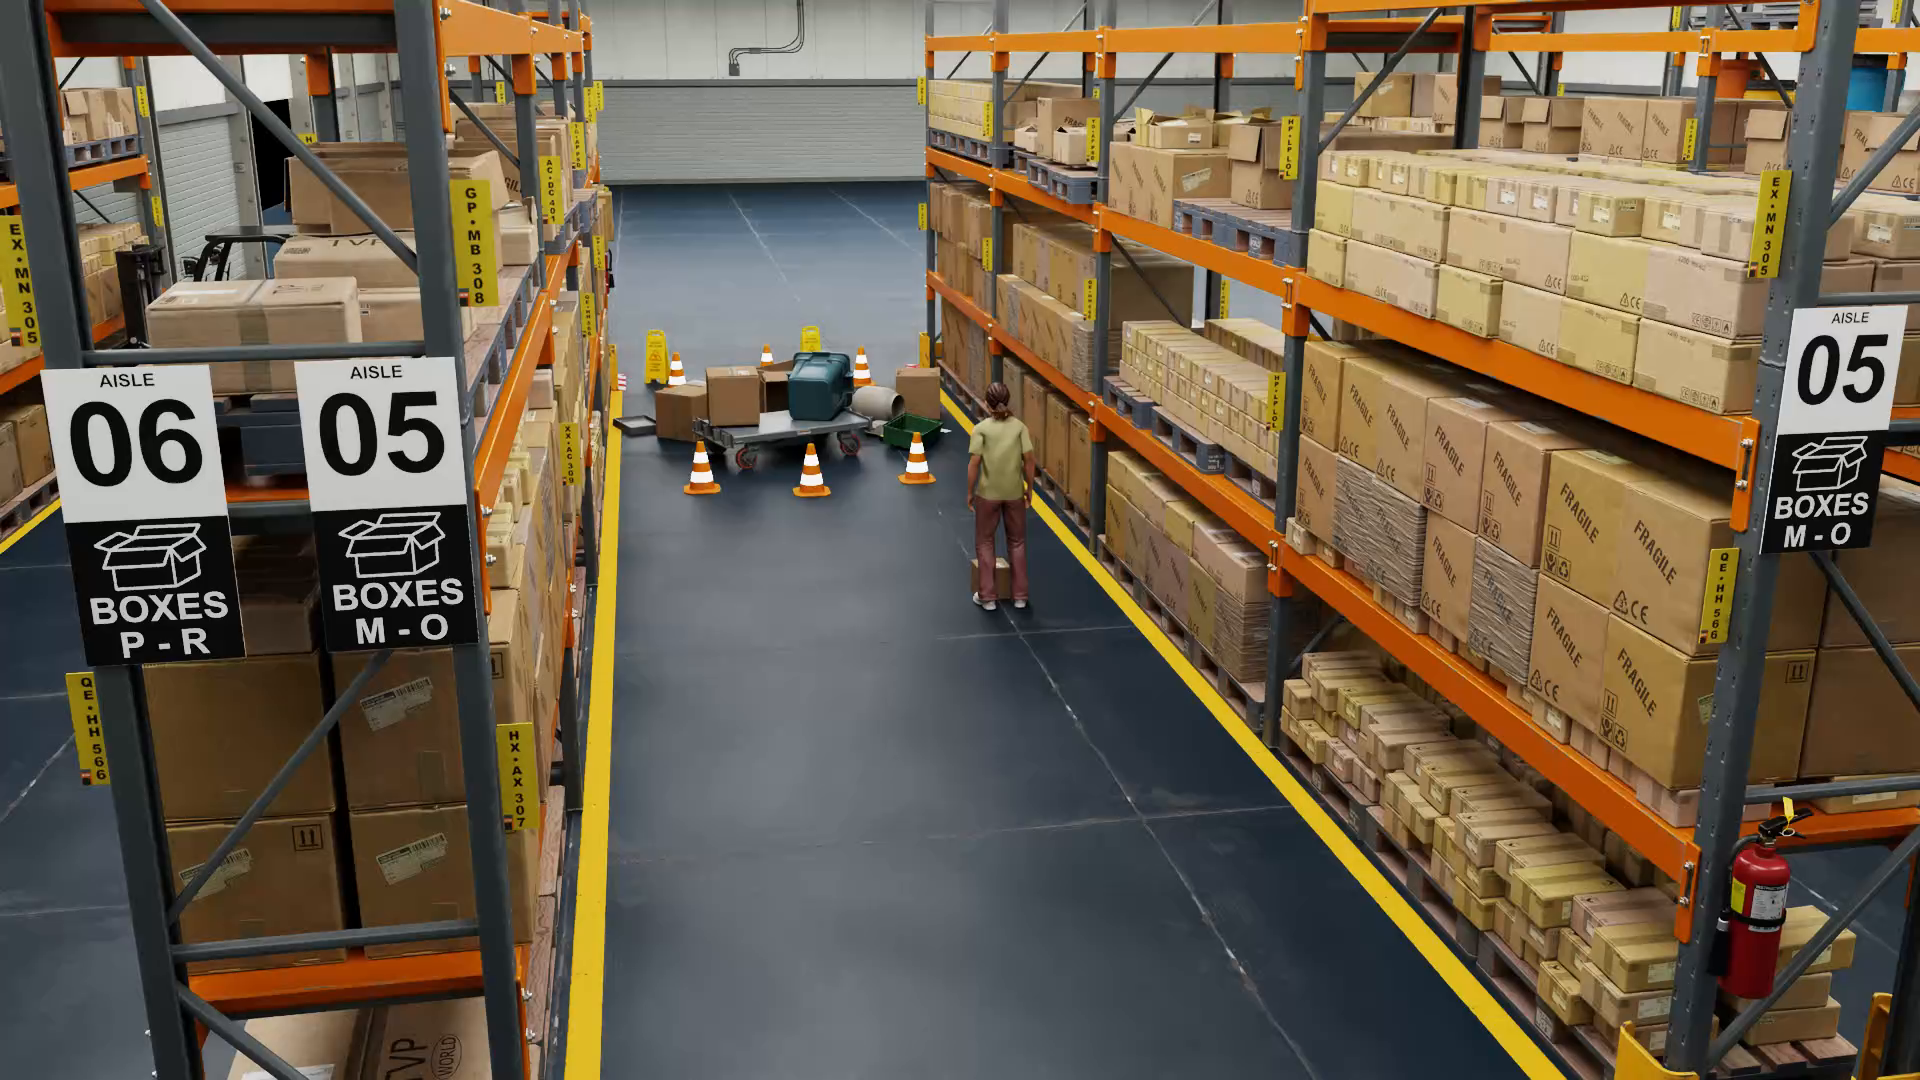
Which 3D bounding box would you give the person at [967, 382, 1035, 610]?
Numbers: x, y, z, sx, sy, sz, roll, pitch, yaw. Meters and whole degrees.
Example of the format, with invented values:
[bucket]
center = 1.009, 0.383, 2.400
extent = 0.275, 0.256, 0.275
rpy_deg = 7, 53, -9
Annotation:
[person]
center = 0.289, -0.319, 12.120
extent = 0.499, 1.673, 0.357
rpy_deg = -3, 17, -10
